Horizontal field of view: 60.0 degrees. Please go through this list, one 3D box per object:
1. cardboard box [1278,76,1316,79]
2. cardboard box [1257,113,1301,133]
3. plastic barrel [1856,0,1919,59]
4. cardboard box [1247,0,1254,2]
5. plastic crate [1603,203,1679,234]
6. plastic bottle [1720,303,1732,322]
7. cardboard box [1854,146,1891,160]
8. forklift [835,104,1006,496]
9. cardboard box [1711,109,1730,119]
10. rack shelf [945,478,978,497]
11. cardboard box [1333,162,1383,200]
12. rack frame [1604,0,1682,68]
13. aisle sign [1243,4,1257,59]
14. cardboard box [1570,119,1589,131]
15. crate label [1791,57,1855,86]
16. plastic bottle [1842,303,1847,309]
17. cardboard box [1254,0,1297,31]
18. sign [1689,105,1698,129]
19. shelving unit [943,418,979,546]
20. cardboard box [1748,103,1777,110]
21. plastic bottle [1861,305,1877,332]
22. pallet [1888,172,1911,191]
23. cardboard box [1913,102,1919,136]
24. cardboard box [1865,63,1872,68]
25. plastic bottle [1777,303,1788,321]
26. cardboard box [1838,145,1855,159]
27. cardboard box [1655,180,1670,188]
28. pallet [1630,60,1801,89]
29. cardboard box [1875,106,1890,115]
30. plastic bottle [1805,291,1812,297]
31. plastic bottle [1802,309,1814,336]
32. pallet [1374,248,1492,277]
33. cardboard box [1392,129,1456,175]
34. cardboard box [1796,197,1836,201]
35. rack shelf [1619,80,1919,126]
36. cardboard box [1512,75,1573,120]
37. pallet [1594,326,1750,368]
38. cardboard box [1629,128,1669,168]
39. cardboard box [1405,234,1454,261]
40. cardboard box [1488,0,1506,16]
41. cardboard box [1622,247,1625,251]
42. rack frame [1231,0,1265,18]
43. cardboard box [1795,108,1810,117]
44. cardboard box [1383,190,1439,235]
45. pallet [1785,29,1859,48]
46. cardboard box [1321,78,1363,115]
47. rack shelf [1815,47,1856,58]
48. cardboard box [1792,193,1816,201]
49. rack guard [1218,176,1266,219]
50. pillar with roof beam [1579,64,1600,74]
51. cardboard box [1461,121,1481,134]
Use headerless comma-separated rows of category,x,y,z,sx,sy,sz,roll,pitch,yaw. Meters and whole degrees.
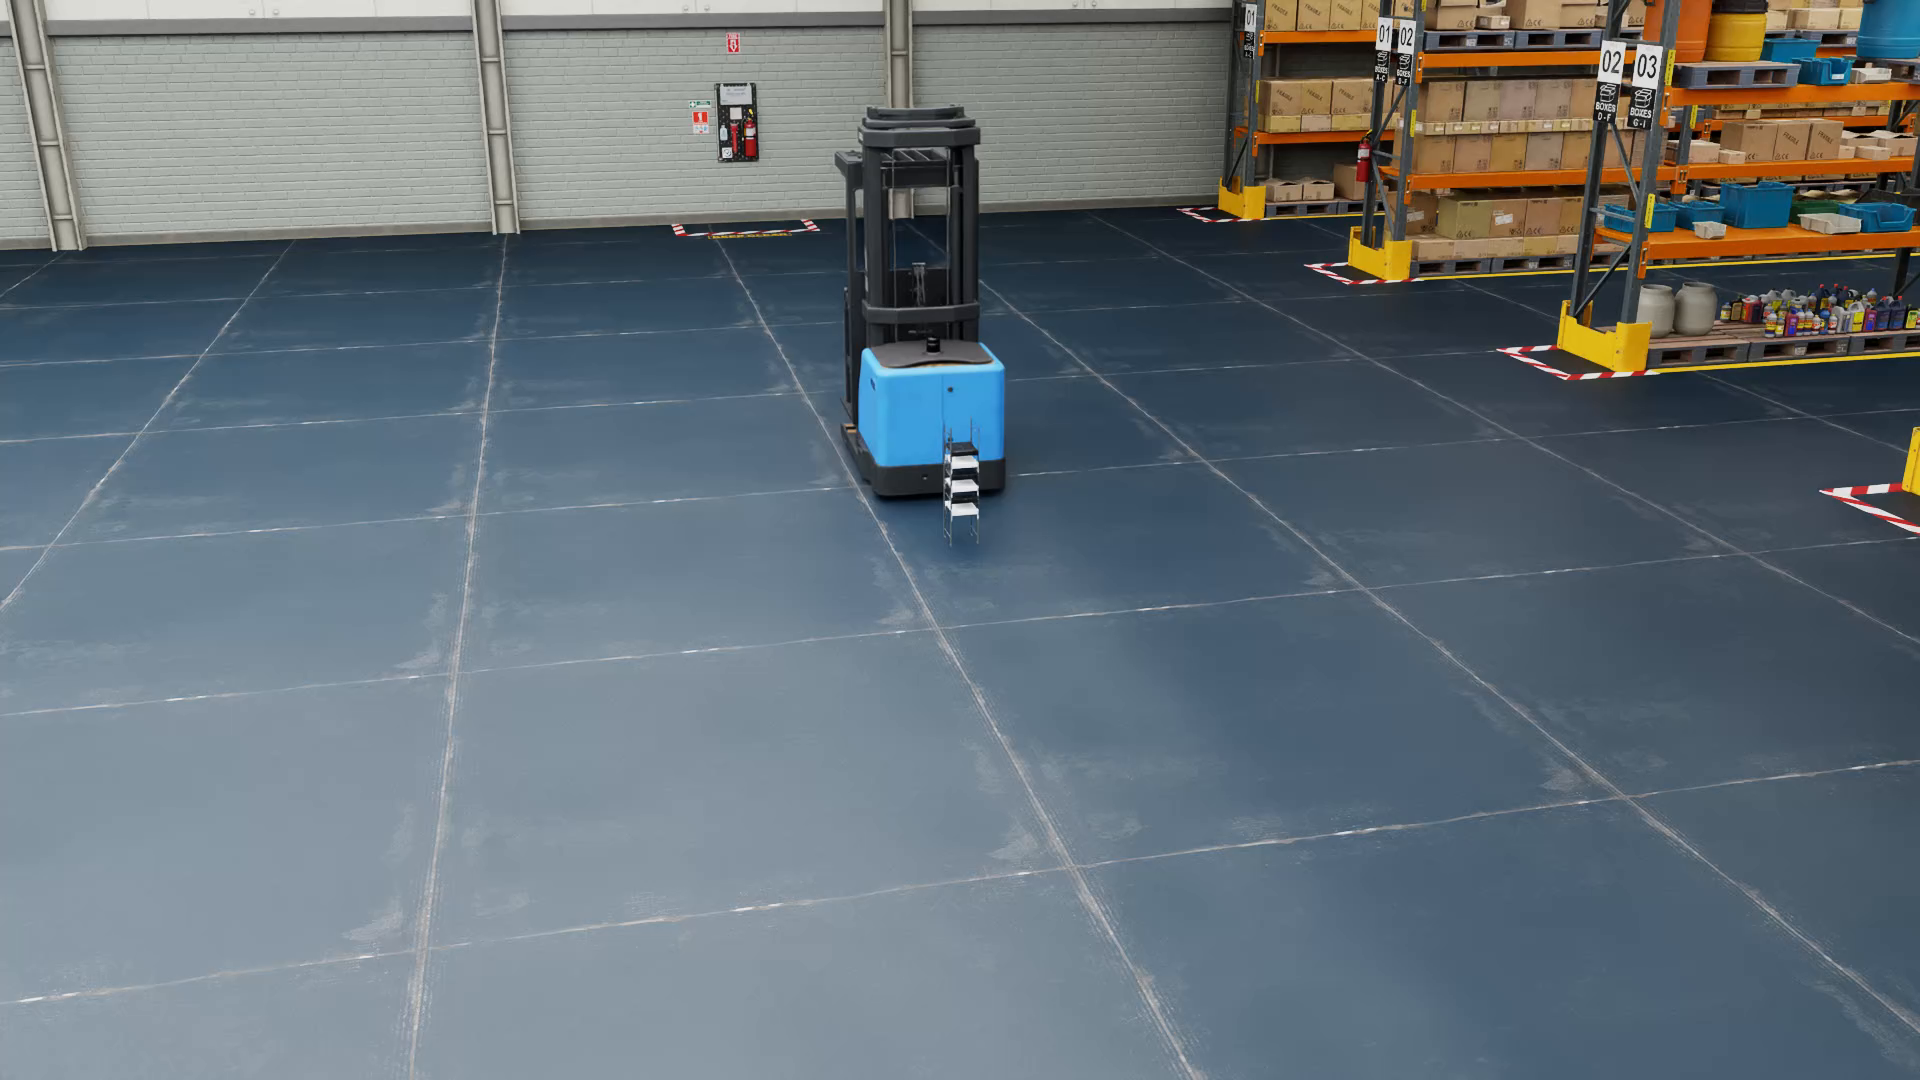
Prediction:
cardboard box,5.313,-7.058,26.320,0.500,0.500,0.500,-4,21,-12
cardboard box,4.959,-6.493,25.869,0.500,0.250,0.500,-5,21,-14
plastic barrel,9.590,-5.420,17.051,0.708,0.901,0.600,-5,21,-12
cardboard box,4.758,-8.205,25.816,0.500,0.500,0.500,-3,20,-9
plastic crate,7.109,-3.376,17.385,0.616,0.251,0.499,-5,21,-12
plastic bottle,8.377,-2.490,18.181,0.097,0.201,0.097,0,20,0
cardboard box,12.528,-5.316,22.830,0.250,0.149,0.380,-5,21,-12
forklift,-0.437,-2.193,14.040,1.130,2.935,3.031,-4,21,-11
cardboard box,12.570,-7.095,27.659,0.250,0.149,0.380,-5,21,-13
rack shelf,0.008,-0.392,12.173,0.200,0.077,0.258,-5,21,-12
cardboard box,6.385,-5.766,26.688,0.500,0.500,0.700,-6,21,-16
rack frame,6.690,-6.123,15.946,0.127,3.000,1.000,-5,21,-12
aisle sign,4.410,-7.736,25.294,0.004,0.787,0.394,-5,21,-12
cardboard box,7.995,-5.439,21.713,0.250,0.149,0.380,-4,21,-11
crate label,8.588,-4.682,16.590,0.408,0.251,0.502,-5,21,-12
plastic bottle,9.473,-2.398,17.808,0.133,0.283,0.061,-5,21,-12
cardboard box,4.794,-8.030,25.338,0.500,0.500,0.500,-4,21,-11
sign,9.576,-5.539,21.700,0.005,0.325,0.100,-5,21,-12
shelving unit,0.008,-0.423,12.162,0.210,0.900,0.258,-5,21,-12
cardboard box,13.239,-7.442,27.663,0.500,0.500,0.500,-4,20,-11
plastic bottle,9.687,-2.364,17.717,0.133,0.283,0.061,-3,20,-9
pallet,16.847,-6.296,29.196,1.213,0.211,1.003,-5,21,-12
cardboard box,13.926,-5.929,23.383,0.500,0.500,0.700,-12,24,-31
cardboard box,15.193,-7.960,27.987,0.500,0.250,0.500,-4,21,-11
plastic bottle,8.994,-2.490,18.179,0.097,0.201,0.097,0,20,0
cardboard box,12.111,-5.360,22.950,0.250,0.149,0.380,-3,20,-8
cardboard box,11.507,-6.214,27.910,0.500,0.500,0.700,-4,21,-12
pallet,7.518,-4.658,16.584,1.213,0.211,1.003,-5,21,-12
cardboard box,15.585,-7.314,28.256,0.250,0.149,0.380,-4,21,-11
plastic bottle,9.348,-2.614,18.400,0.133,0.283,0.061,-4,20,-10
plastic bottle,8.957,-2.305,17.574,0.097,0.271,0.097,0,20,0
pallet,6.289,-3.729,22.188,1.213,0.211,1.003,-5,21,-12
cardboard box,6.011,-5.044,21.577,0.500,0.500,0.700,-5,21,-12
cardboard box,11.890,-4.560,22.975,0.500,0.311,0.500,-5,21,-13
rack shelf,8.637,-4.535,17.018,4.000,0.370,1.077,-5,21,-12
cardboard box,7.551,-5.780,21.702,0.500,0.500,0.700,-5,21,-12
pallet,7.545,-2.081,17.688,1.213,0.211,1.003,-5,21,-12
cardboard box,9.016,-5.290,22.250,0.500,0.500,0.700,-5,21,-14
cardboard box,6.127,-3.838,21.818,0.500,0.250,0.500,-5,21,-12
cardboard box,7.155,-6.817,21.518,0.500,0.311,0.500,-2,20,-6
cardboard box,9.046,-4.077,22.470,0.500,0.250,0.500,-5,21,-12
rack frame,4.411,-9.439,24.999,0.127,3.000,1.000,-5,21,-12
cardboard box,14.060,-7.220,28.000,0.250,0.149,0.380,-5,21,-12
cardboard box,6.008,-4.364,22.165,0.500,0.500,0.500,-5,21,-12
pallet,11.612,-6.744,22.277,1.213,0.211,1.003,-4,20,-10
cardboard box,5.932,-6.925,25.956,0.500,0.500,0.500,-5,21,-14
rack shelf,11.393,-6.510,22.409,4.000,0.370,1.077,-5,21,-12
cardboard box,11.756,-4.740,23.464,0.500,0.311,0.500,-5,21,-14
rack guard,4.485,-5.454,26.477,0.348,0.500,1.175,-5,21,-12
pillar with roof beam,11.722,-8.818,23.303,0.400,9.000,9.100,-5,21,-12
cardboard box,6.485,-5.316,21.376,0.250,0.149,0.380,-5,21,-12
